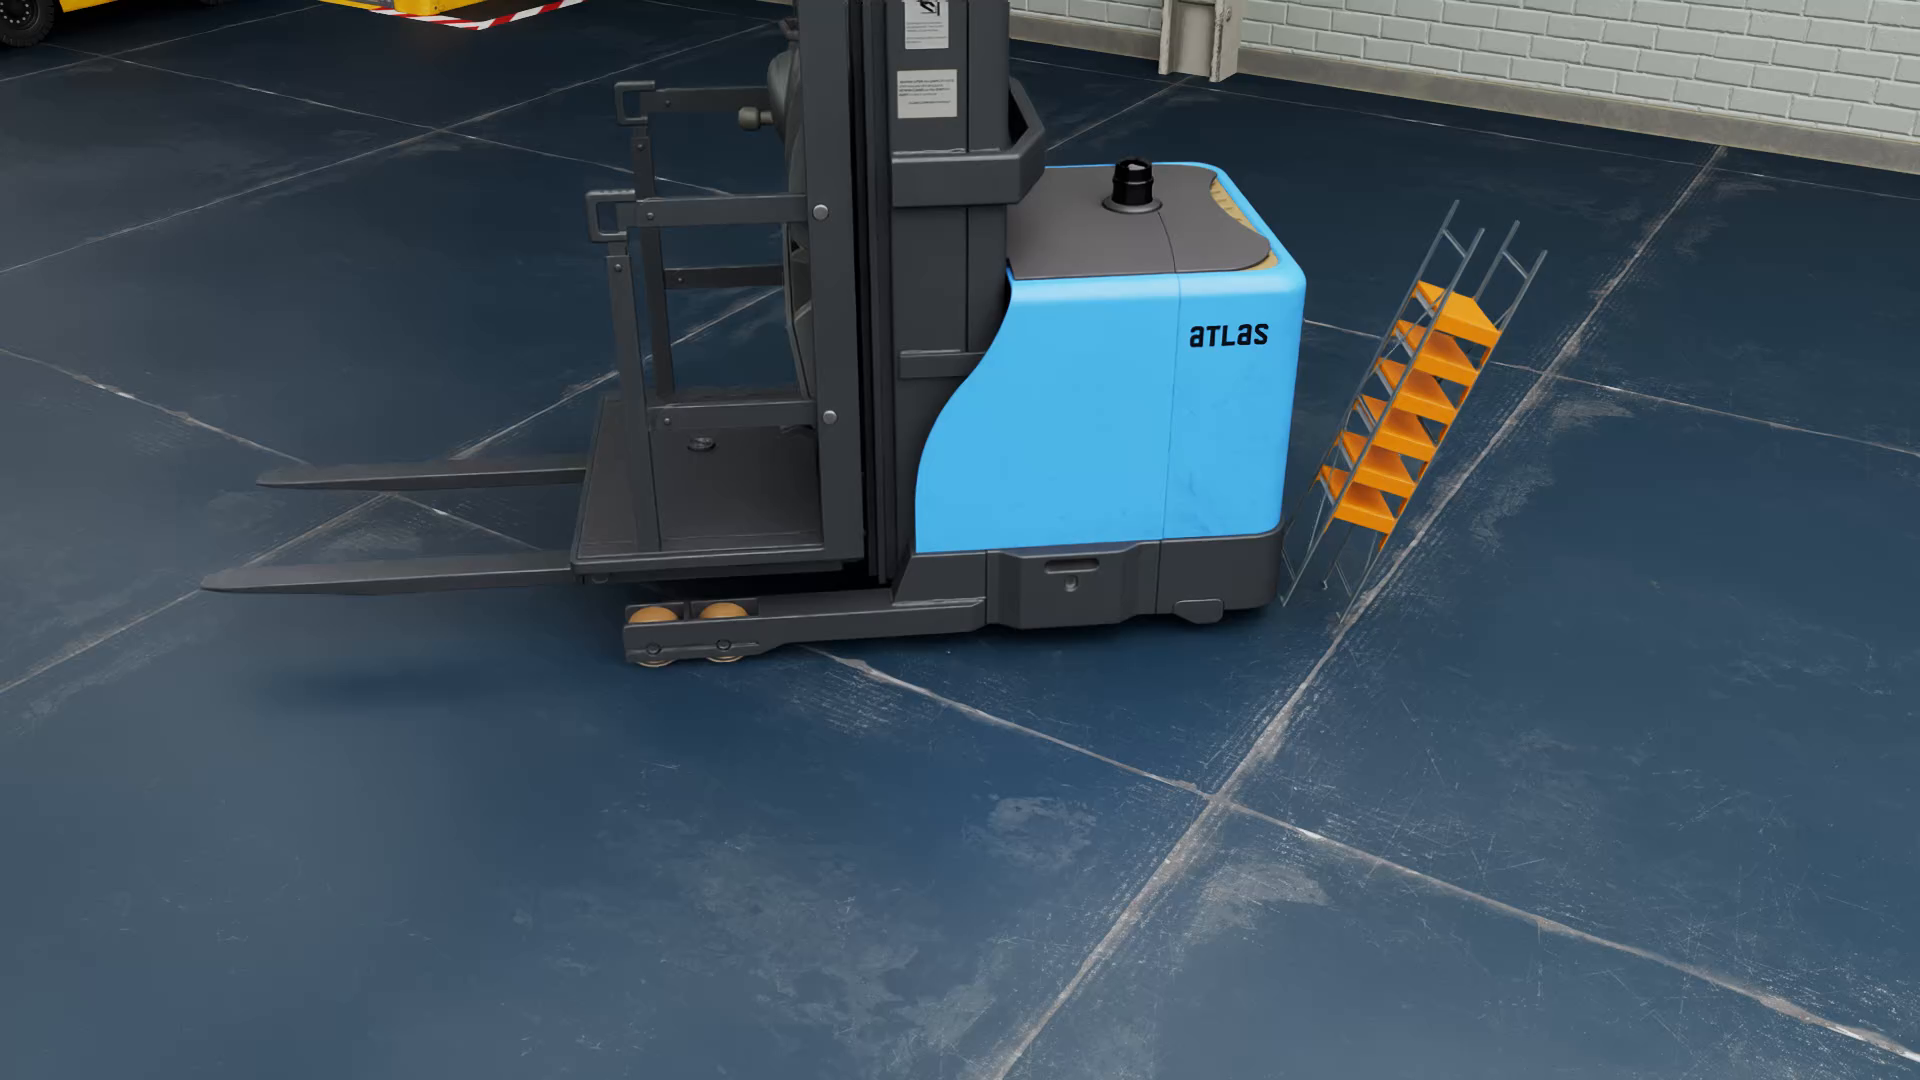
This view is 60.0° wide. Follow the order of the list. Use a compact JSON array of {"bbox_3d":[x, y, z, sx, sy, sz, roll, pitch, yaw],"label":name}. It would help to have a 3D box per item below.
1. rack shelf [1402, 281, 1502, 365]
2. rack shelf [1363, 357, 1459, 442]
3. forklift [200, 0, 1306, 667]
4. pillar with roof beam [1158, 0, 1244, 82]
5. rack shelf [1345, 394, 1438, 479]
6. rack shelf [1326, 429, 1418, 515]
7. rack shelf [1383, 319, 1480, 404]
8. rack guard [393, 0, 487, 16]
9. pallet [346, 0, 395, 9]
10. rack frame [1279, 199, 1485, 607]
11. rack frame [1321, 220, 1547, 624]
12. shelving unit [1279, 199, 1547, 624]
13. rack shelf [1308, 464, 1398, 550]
[{"bbox_3d":[1.322,-0.593,4.490,0.180,0.103,0.258,16,28,-11],"label":"rack shelf"},{"bbox_3d":[1.241,-0.396,4.602,0.180,0.103,0.258,16,28,-11],"label":"rack shelf"},{"bbox_3d":[-0.628,-1.192,4.385,3.031,2.935,1.130,-3,30,-5],"label":"forklift"},{"bbox_3d":[-0.836,-4.903,4.724,0.400,9.000,9.100,18,35,27],"label":"pillar with roof beam"},{"bbox_3d":[1.201,-0.298,4.657,0.180,0.103,0.258,16,28,-11],"label":"rack shelf"},{"bbox_3d":[1.161,-0.200,4.713,0.180,0.103,0.258,16,28,-11],"label":"rack shelf"},{"bbox_3d":[1.282,-0.494,4.546,0.180,0.103,0.258,16,28,-11],"label":"rack shelf"},{"bbox_3d":[-3.498,-4.099,11.780,0.348,0.500,1.175,18,35,27],"label":"rack guard"},{"bbox_3d":[-4.188,-4.168,12.184,1.213,0.211,1.003,18,35,27],"label":"pallet"},{"bbox_3d":[1.130,-0.359,4.619,0.006,1.200,0.240,16,28,-11],"label":"rack frame"},{"bbox_3d":[1.302,-0.309,4.655,0.006,1.200,0.240,16,28,-11],"label":"rack frame"},{"bbox_3d":[1.216,-0.334,4.637,0.189,1.200,0.258,16,28,-11],"label":"shelving unit"},{"bbox_3d":[1.121,-0.101,4.769,0.180,0.103,0.258,16,28,-11],"label":"rack shelf"}]
